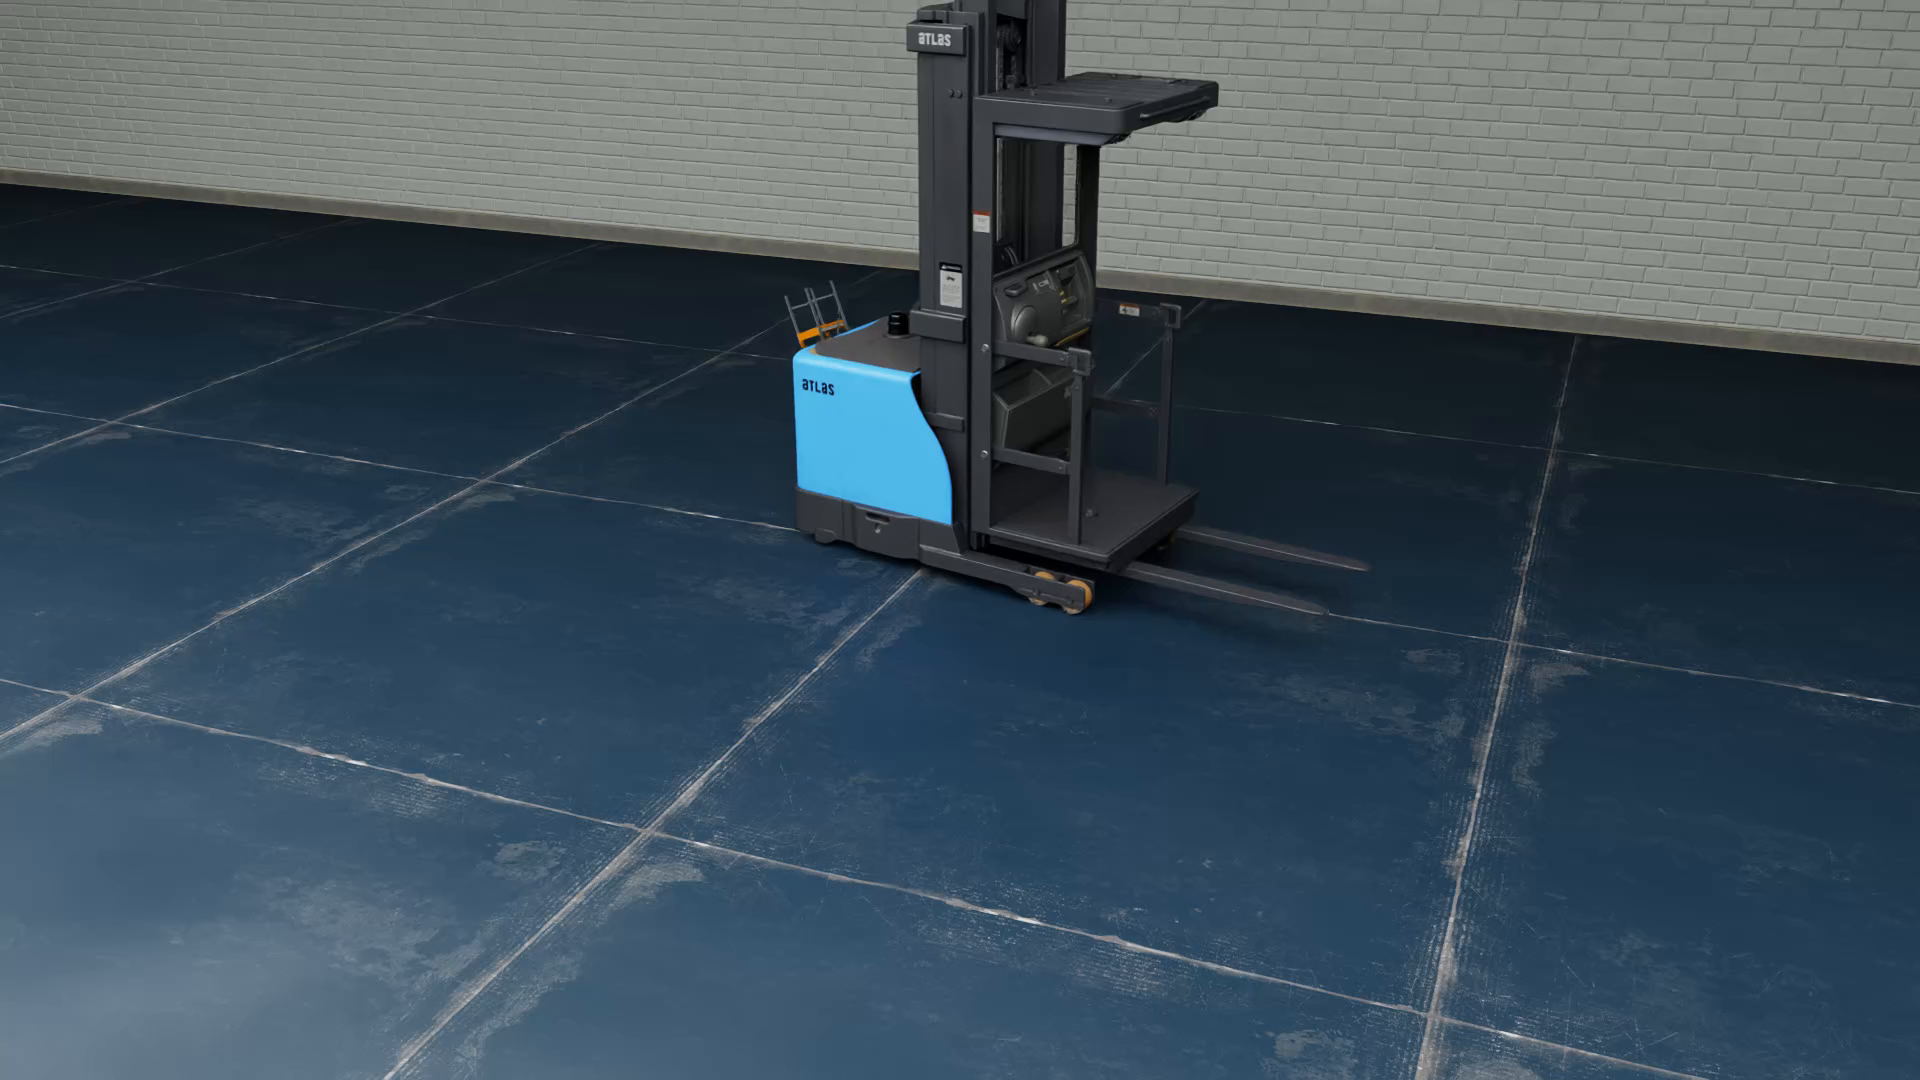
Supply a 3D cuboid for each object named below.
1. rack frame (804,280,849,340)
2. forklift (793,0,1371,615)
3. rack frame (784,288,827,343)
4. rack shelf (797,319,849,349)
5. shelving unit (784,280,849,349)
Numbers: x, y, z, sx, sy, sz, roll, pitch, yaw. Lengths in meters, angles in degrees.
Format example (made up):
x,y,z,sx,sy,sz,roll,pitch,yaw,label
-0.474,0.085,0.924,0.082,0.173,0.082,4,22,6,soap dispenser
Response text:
x,y,z,sx,sy,sz,roll,pitch,yaw,label
-0.648,-0.950,9.903,0.006,1.200,0.240,-12,9,43,rack frame
0.608,-1.216,8.359,3.031,2.935,1.130,14,26,30,forklift
-0.779,-0.922,10.027,0.006,1.200,0.240,-12,9,43,rack frame
-0.814,-1.233,9.927,0.180,0.103,0.258,-12,9,43,rack shelf
-0.714,-0.936,9.965,0.189,1.200,0.258,-12,9,43,shelving unit
